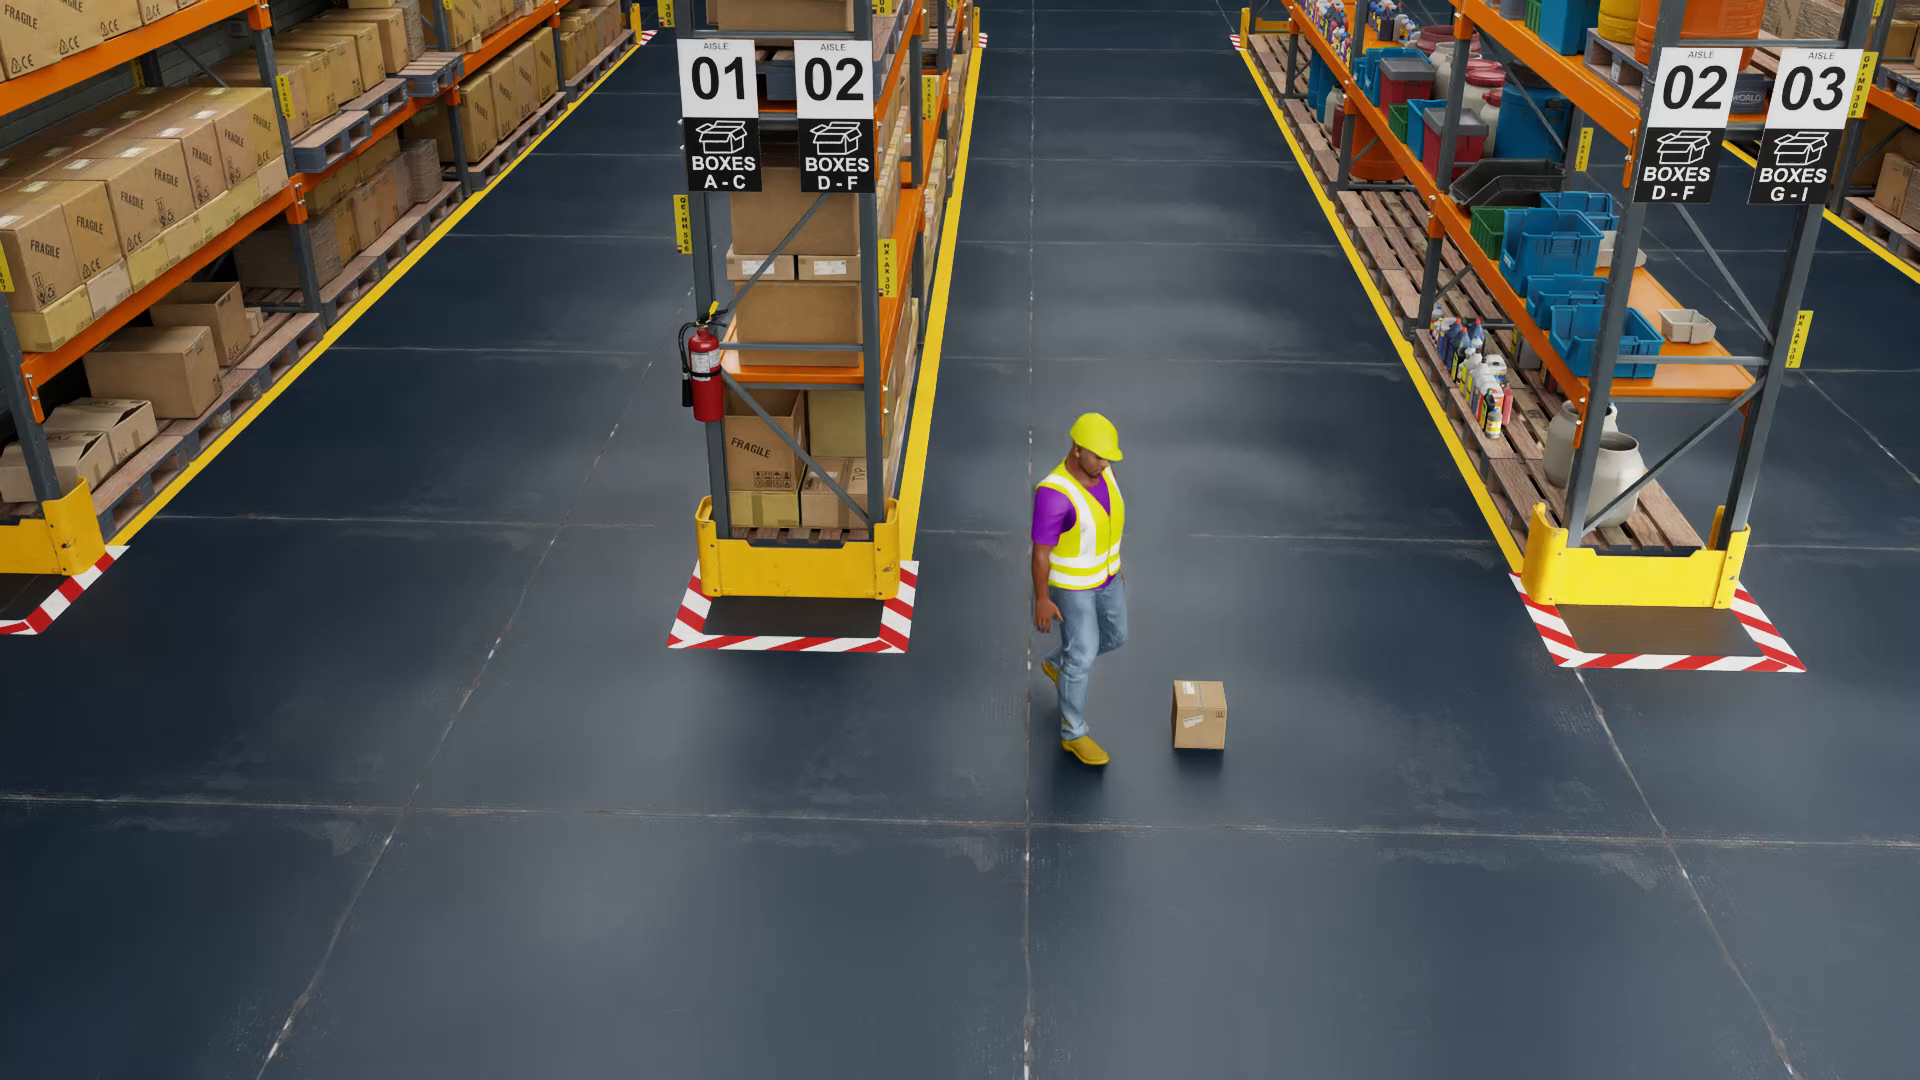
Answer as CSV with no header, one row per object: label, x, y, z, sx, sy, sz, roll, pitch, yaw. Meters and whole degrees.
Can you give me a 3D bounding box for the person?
person,0.607,0.190,8.216,0.638,1.756,0.655,19,33,31
